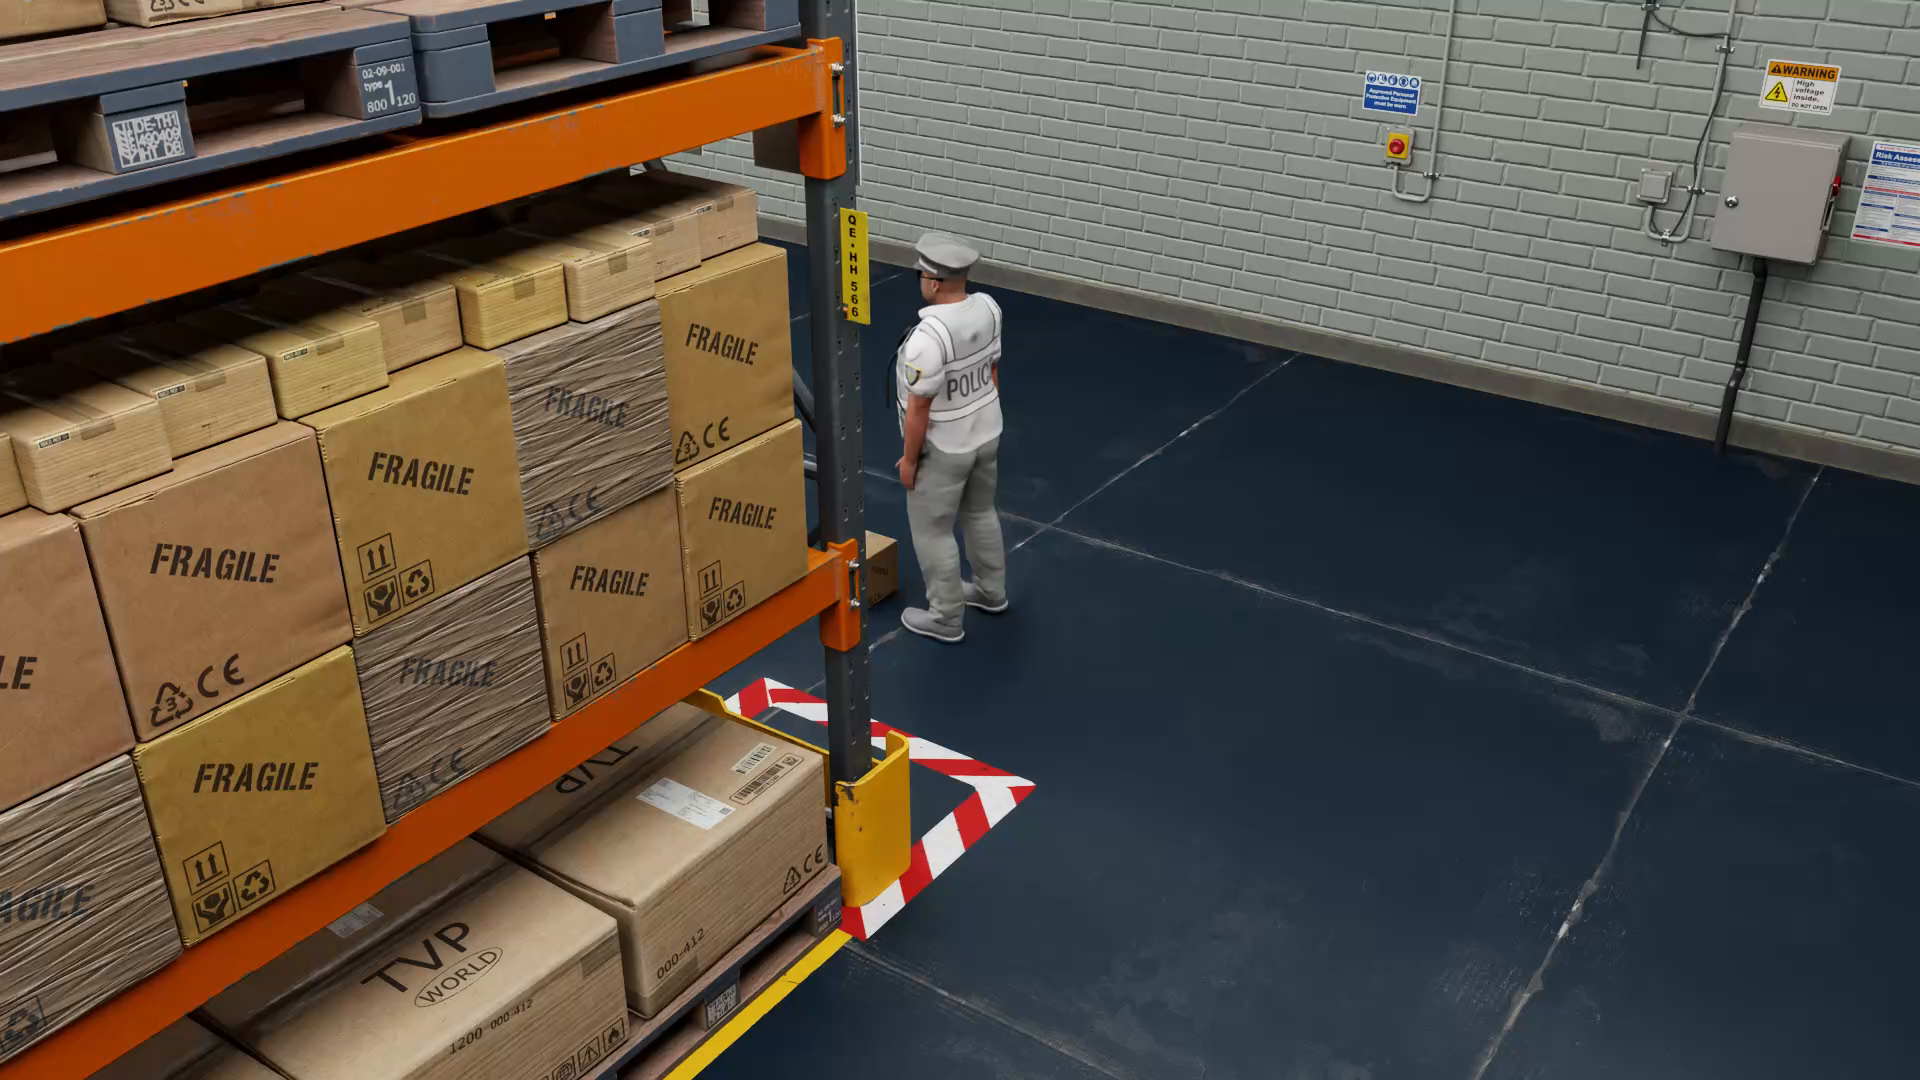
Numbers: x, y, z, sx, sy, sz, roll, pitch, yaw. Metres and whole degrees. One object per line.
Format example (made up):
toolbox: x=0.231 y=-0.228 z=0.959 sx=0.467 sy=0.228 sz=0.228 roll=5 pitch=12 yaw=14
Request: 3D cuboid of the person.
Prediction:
person: x=-0.048 y=-0.421 z=6.932 sx=0.394 sy=1.769 sz=0.585 roll=18 pitch=32 yaw=31
